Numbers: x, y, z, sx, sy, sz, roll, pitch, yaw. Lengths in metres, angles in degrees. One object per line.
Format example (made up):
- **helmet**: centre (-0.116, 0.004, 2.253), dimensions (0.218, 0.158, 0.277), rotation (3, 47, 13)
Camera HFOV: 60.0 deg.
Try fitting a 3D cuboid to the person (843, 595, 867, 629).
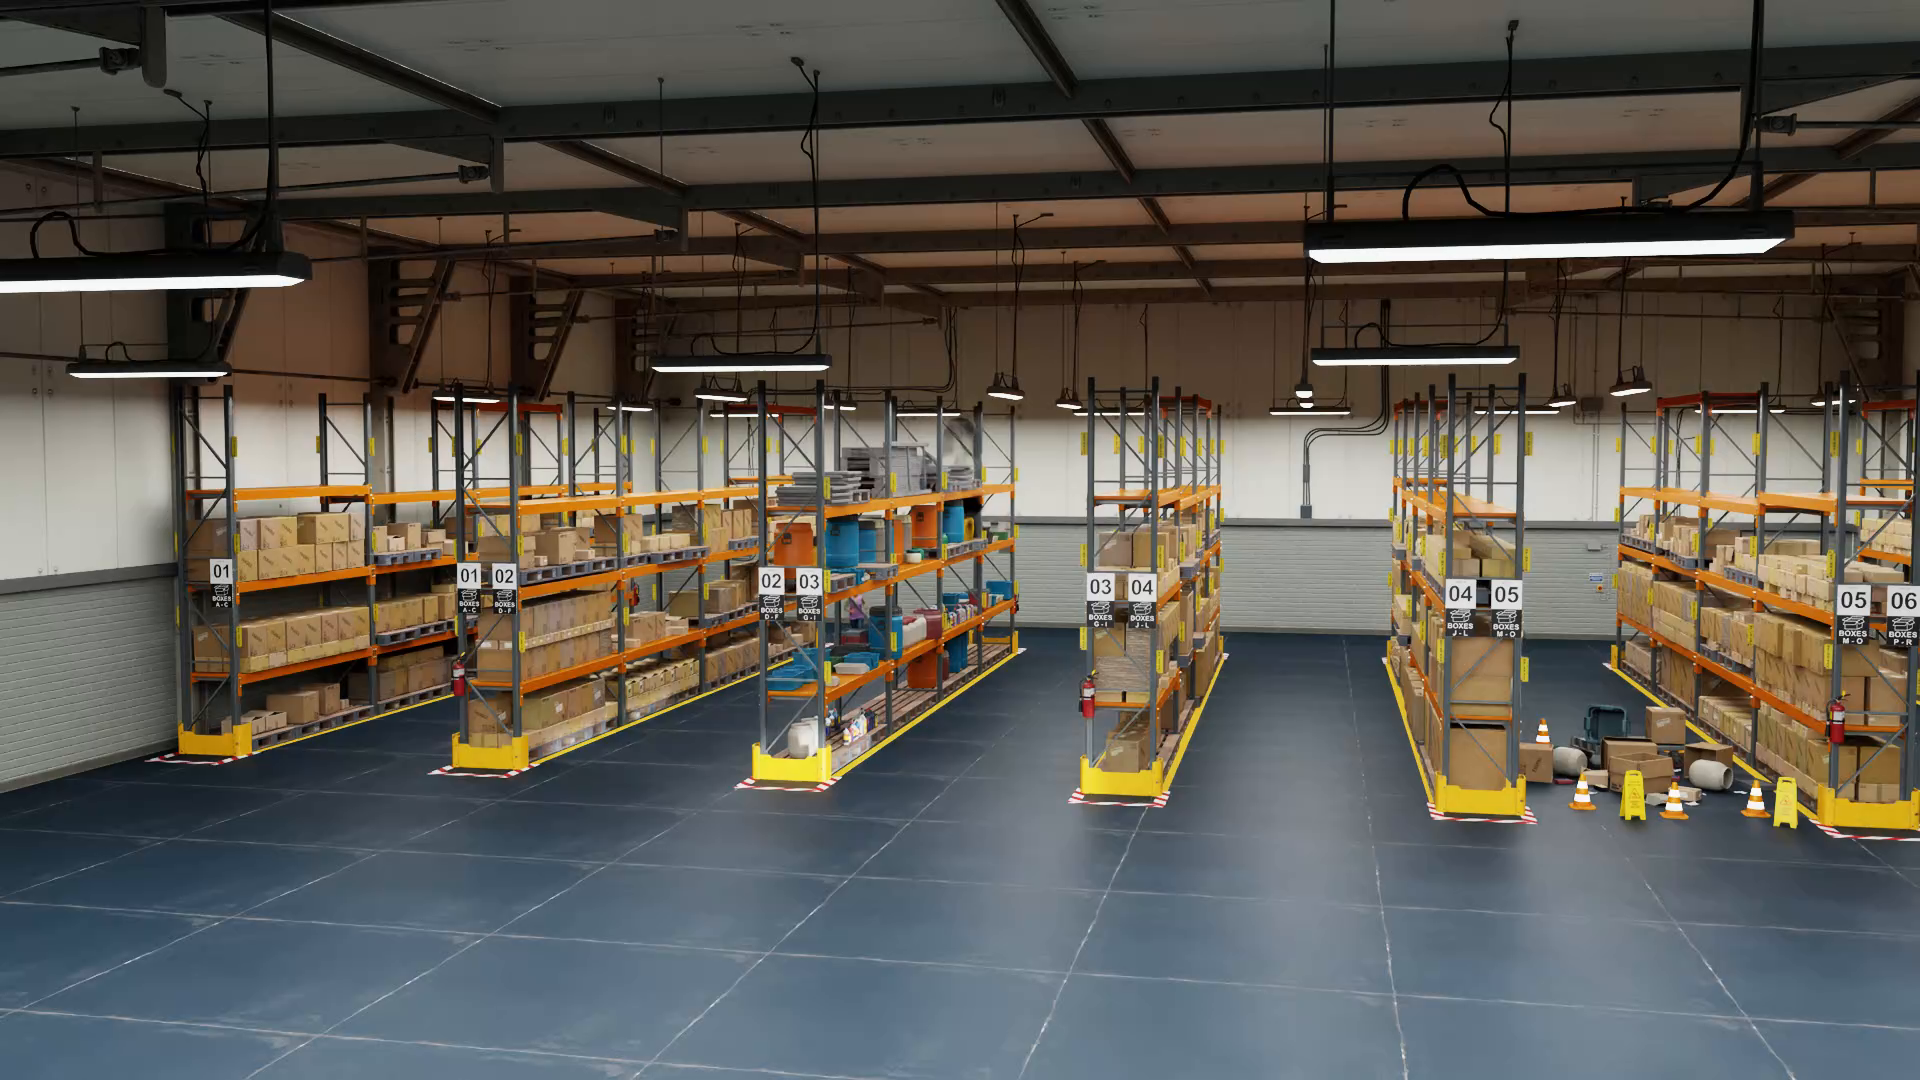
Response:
- **person**: centre (-2.543, 1.952, 40.442), dimensions (0.579, 1.624, 0.760), rotation (0, 3, -5)
